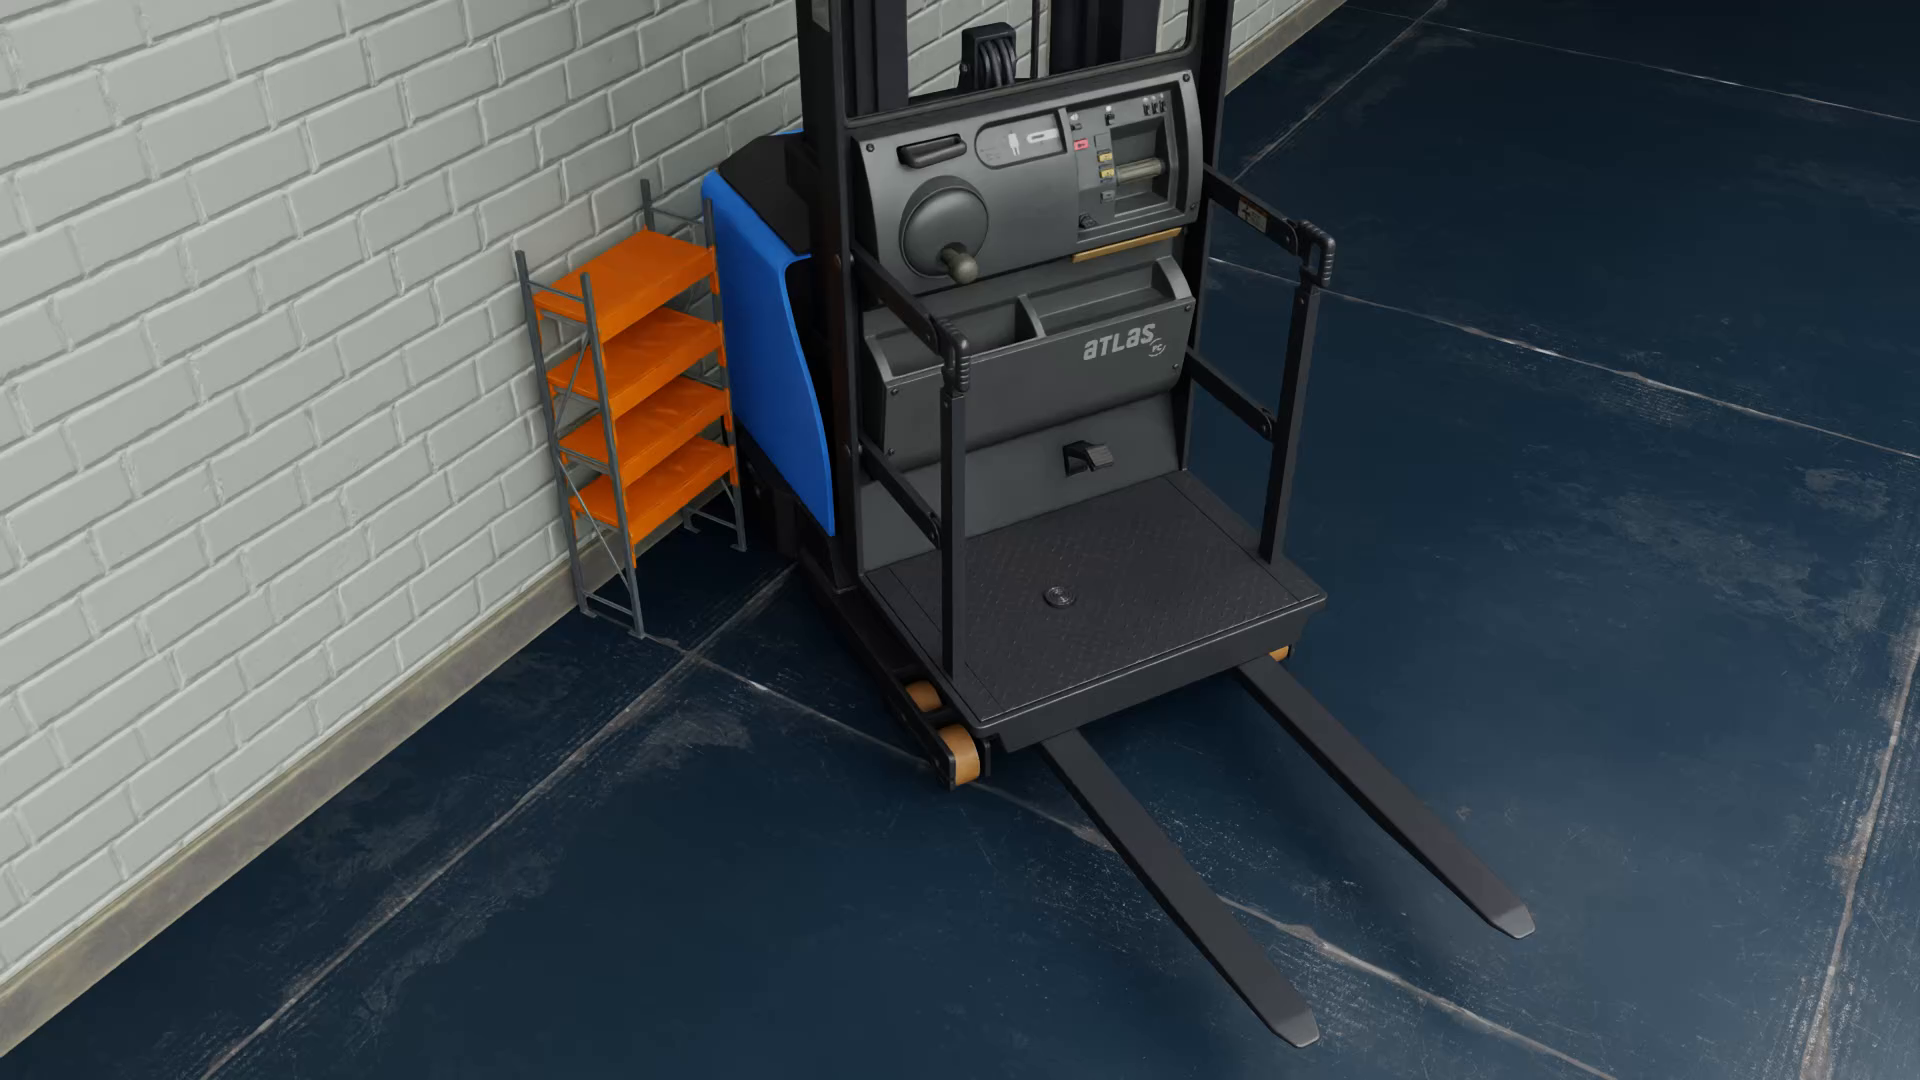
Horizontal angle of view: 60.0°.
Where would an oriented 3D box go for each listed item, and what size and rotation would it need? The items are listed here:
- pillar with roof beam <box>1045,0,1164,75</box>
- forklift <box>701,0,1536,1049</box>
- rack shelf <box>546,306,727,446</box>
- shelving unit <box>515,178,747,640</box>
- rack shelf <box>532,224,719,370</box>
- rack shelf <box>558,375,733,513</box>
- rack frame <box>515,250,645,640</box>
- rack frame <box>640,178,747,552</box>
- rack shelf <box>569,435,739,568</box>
[{"bbox_3d":[4.195,-3.473,2.384,9.100,9.000,0.400,21,42,25],"label":"pillar with roof beam"},{"bbox_3d":[0.293,-0.826,3.920,1.130,2.935,3.031,-18,41,-22],"label":"forklift"},{"bbox_3d":[-0.901,-0.475,4.627,0.258,0.148,0.480,21,42,25],"label":"rack shelf"},{"bbox_3d":[-0.901,-0.351,4.723,0.258,1.200,0.503,21,42,25],"label":"shelving unit"},{"bbox_3d":[-0.901,-0.662,4.483,0.258,0.148,0.480,21,42,25],"label":"rack shelf"},{"bbox_3d":[-0.901,-0.298,4.764,0.258,0.148,0.480,21,42,25],"label":"rack shelf"},{"bbox_3d":[-1.030,-0.224,4.558,0.240,1.200,0.015,21,42,25],"label":"rack frame"},{"bbox_3d":[-0.773,-0.478,4.887,0.240,1.200,0.015,21,42,25],"label":"rack frame"},{"bbox_3d":[-0.901,-0.141,4.885,0.258,0.148,0.480,21,42,25],"label":"rack shelf"}]
